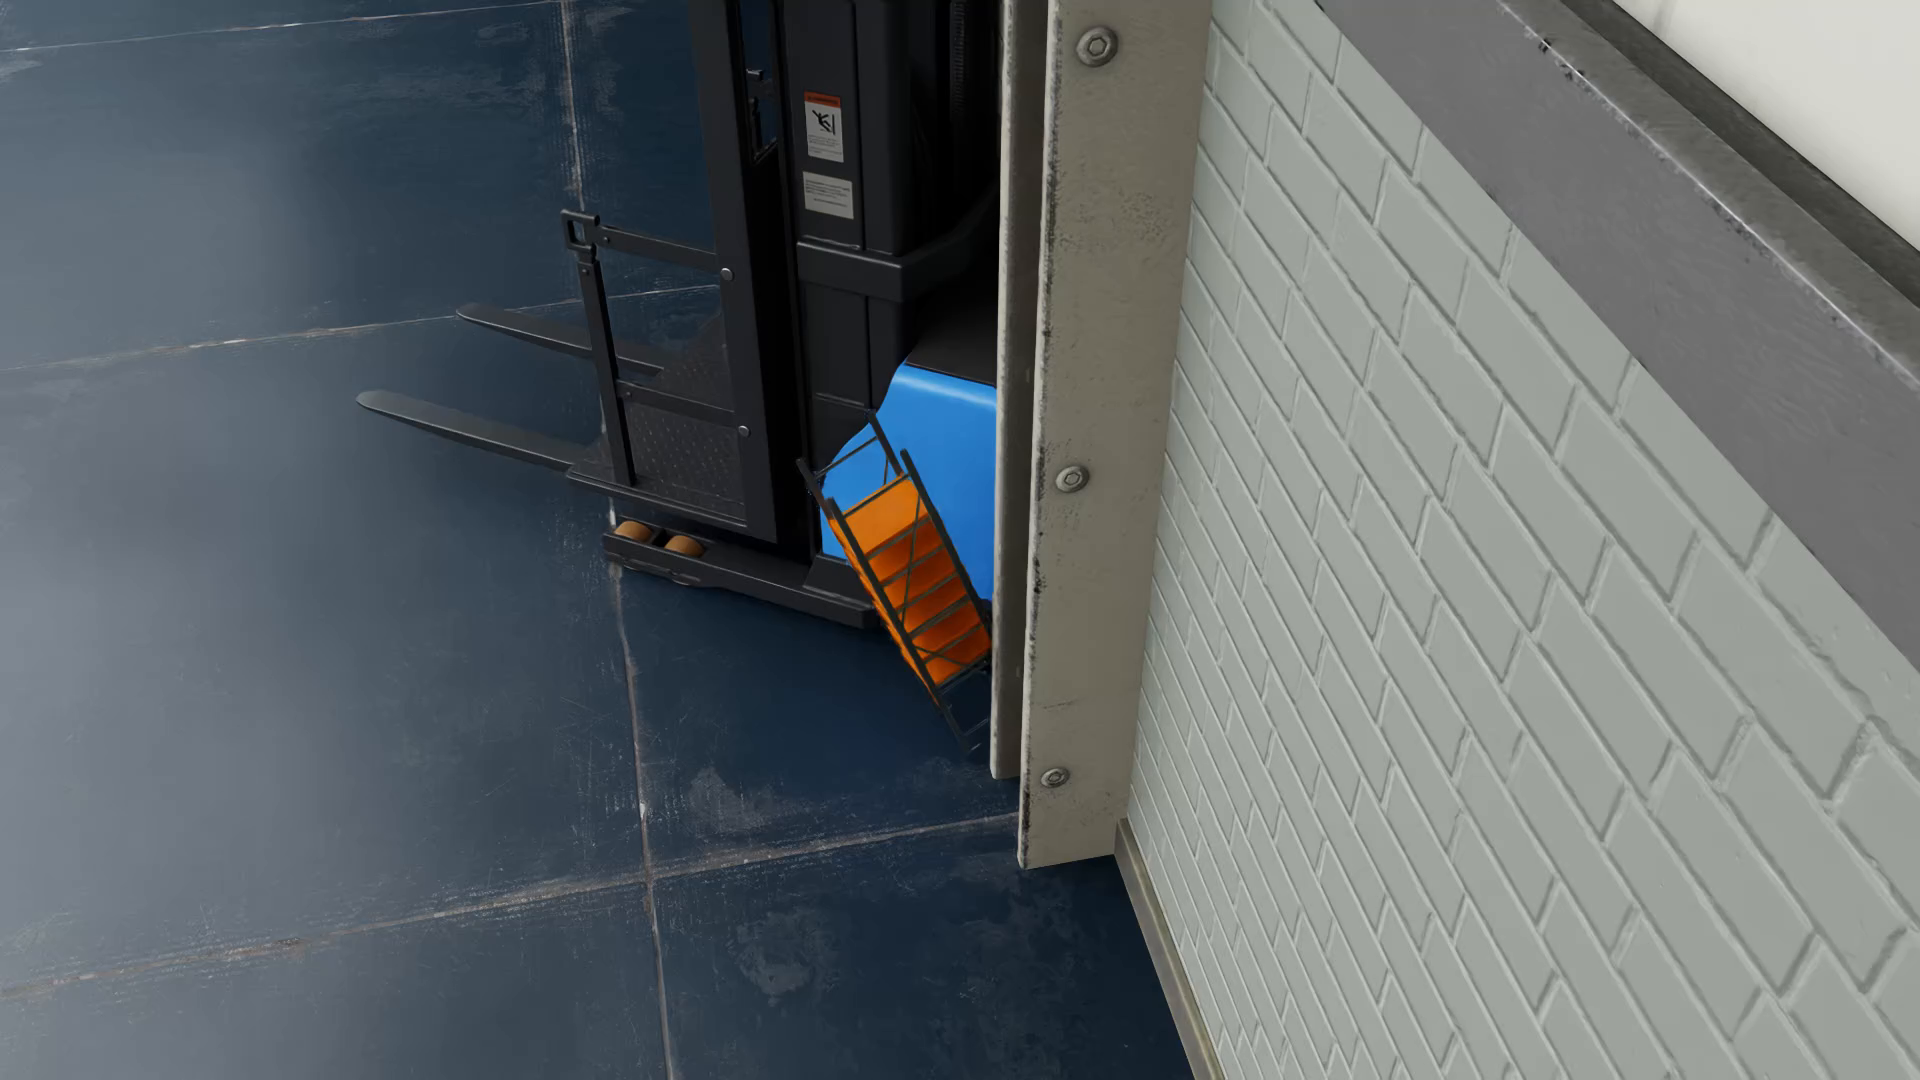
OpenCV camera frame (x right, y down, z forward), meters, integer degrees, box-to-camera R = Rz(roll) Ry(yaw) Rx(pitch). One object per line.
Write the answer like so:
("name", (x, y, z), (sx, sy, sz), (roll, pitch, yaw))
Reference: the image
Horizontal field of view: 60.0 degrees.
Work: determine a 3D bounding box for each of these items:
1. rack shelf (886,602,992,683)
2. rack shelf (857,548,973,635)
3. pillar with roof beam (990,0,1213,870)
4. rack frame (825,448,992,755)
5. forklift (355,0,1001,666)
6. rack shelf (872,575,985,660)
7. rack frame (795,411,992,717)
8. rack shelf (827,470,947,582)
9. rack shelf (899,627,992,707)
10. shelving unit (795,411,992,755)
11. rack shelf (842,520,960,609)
("rack shelf", (-0.054, 0.259, 4.764), (0.258, 0.103, 0.180), (-34, 47, -8))
("rack shelf", (-0.124, 0.110, 4.590), (0.258, 0.103, 0.180), (-34, 47, -8))
("pillar with roof beam", (-3.922, -1.967, 1.187), (9.100, 9.000, 0.400), (-8, 42, -9))
("rack frame", (-0.058, 0.208, 4.583), (0.240, 1.200, 0.006), (-34, 47, -8))
("forklift", (-0.653, -1.251, 4.952), (3.031, 2.935, 1.130), (15, 44, 17))
("rack shelf", (-0.089, 0.185, 4.677), (0.258, 0.103, 0.180), (-34, 47, -8))
("rack frame", (-0.146, 0.106, 4.706), (0.240, 1.200, 0.006), (-34, 47, -8))
("rack shelf", (-0.195, -0.039, 4.415), (0.258, 0.103, 0.180), (-34, 47, -8))
("rack shelf", (-0.018, 0.333, 4.852), (0.258, 0.103, 0.180), (-34, 47, -8))
("shelving unit", (-0.102, 0.157, 4.645), (0.258, 1.200, 0.189), (-34, 47, -8))
("rack shelf", (-0.160, 0.036, 4.503), (0.258, 0.103, 0.180), (-34, 47, -8))
